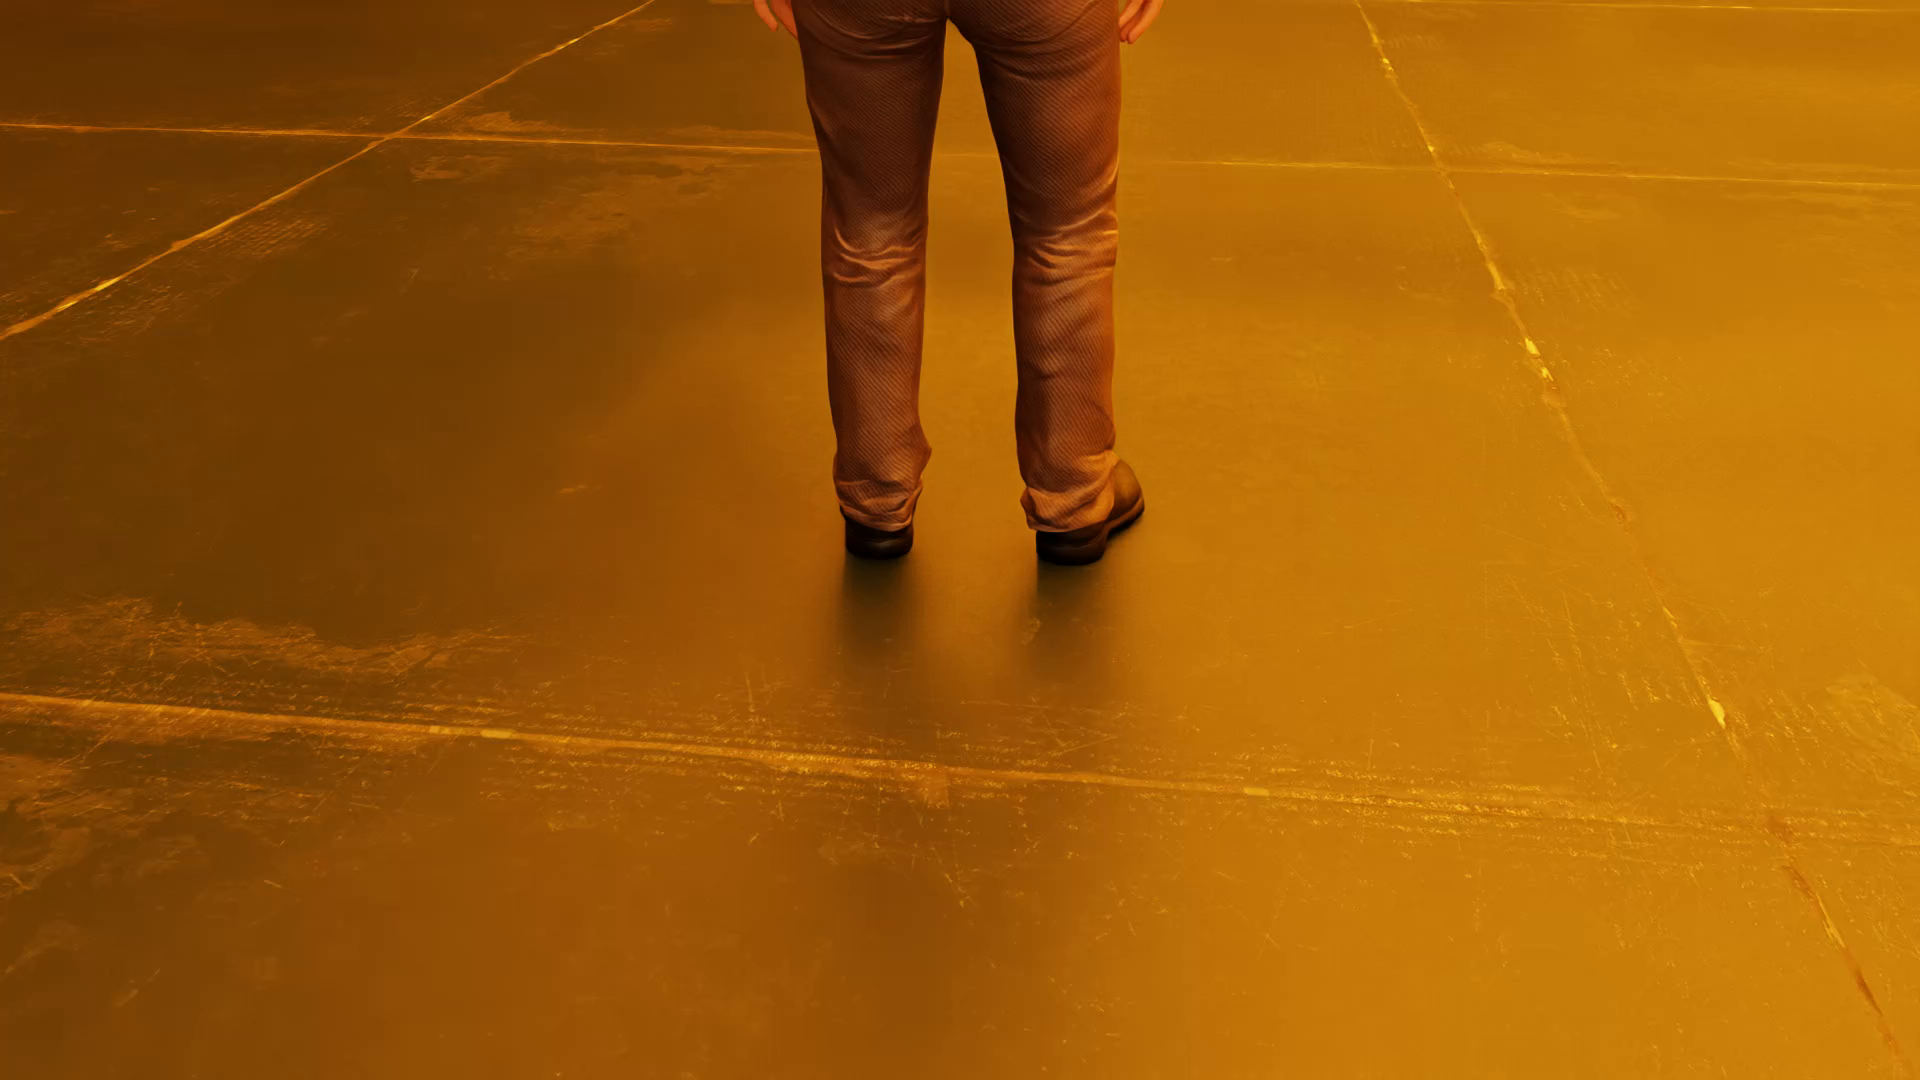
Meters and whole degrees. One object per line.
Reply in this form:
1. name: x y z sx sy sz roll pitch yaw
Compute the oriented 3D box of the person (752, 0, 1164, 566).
1. person: -0.008 -0.725 2.144 0.580 1.617 0.422 3 27 5
